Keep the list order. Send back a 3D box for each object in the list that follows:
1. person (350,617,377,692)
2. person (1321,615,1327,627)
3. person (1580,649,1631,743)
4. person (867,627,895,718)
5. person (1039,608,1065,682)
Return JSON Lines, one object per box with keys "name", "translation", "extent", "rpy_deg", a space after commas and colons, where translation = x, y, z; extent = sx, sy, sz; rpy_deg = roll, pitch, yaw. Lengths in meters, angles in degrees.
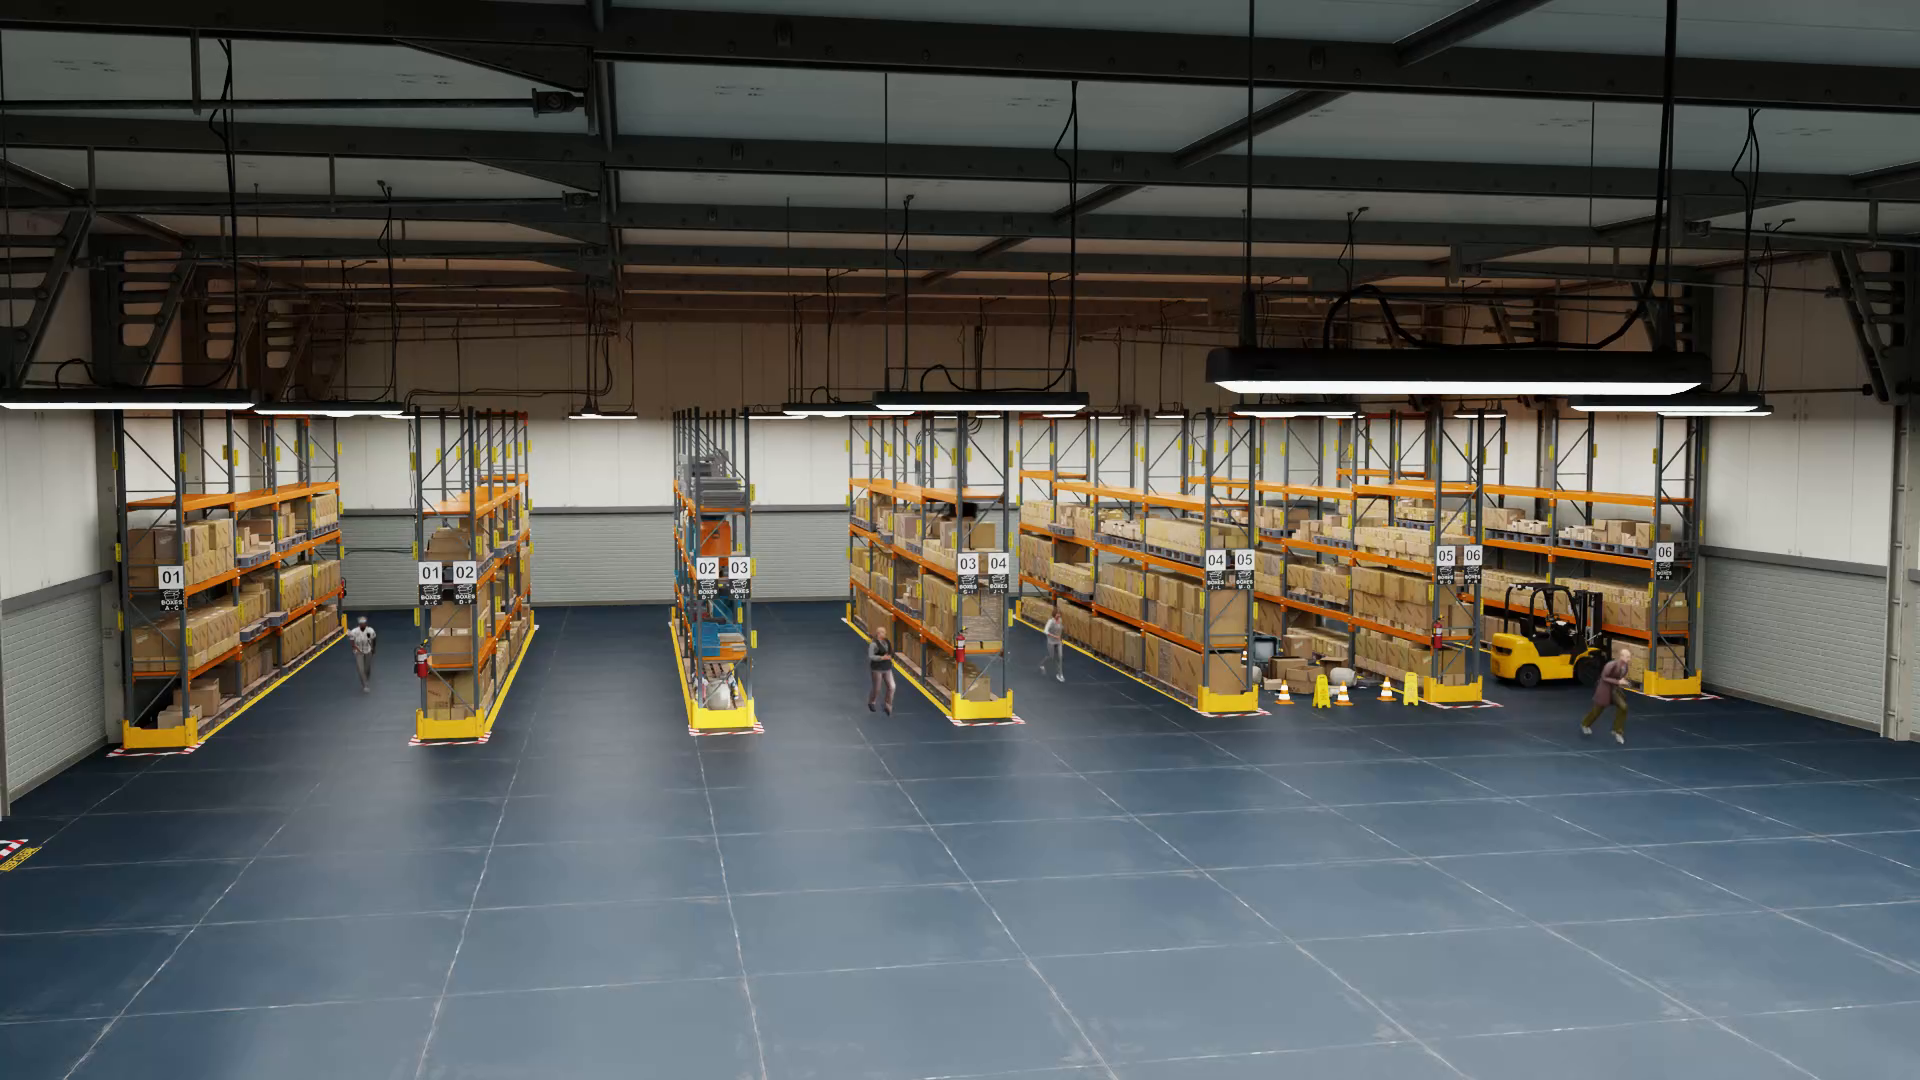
{"name": "person", "translation": [-12.701, 2.411, 35.418], "extent": [0.539, 1.631, 0.699], "rpy_deg": [-1, 4, -15]}
{"name": "person", "translation": [9.822, 1.704, 45.269], "extent": [0.602, 1.634, 0.697], "rpy_deg": [-1, 4, -12]}
{"name": "person", "translation": [11.648, 2.784, 29.948], "extent": [0.753, 1.740, 1.071], "rpy_deg": [-2, 5, -31]}
{"name": "person", "translation": [-1.557, 2.585, 32.389], "extent": [0.680, 1.805, 0.822], "rpy_deg": [-3, 5, -40]}
{"name": "person", "translation": [2.073, 2.302, 36.962], "extent": [0.564, 1.592, 0.921], "rpy_deg": [-3, 5, -34]}
